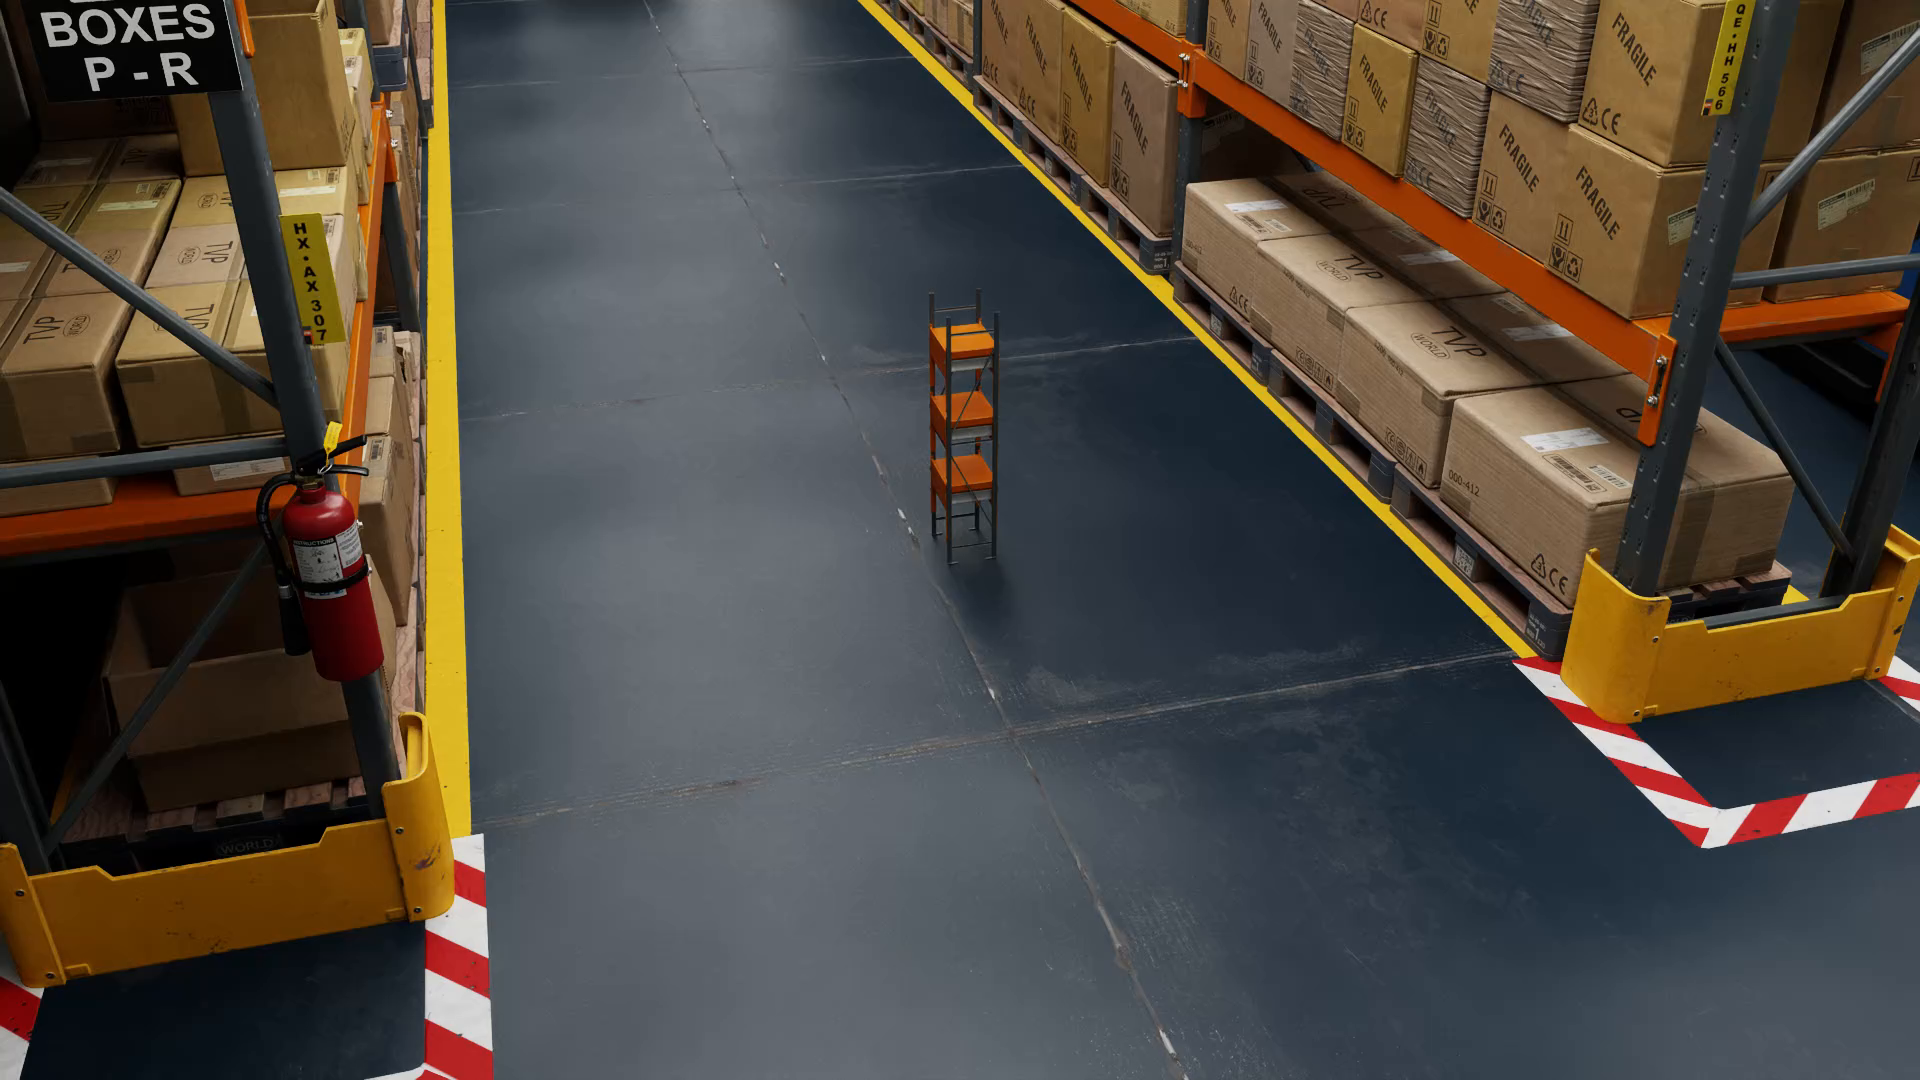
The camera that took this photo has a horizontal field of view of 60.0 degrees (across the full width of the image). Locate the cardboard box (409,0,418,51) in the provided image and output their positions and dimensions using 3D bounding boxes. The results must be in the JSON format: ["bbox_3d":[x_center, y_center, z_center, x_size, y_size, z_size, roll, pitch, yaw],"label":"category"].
[{"bbox_3d":[-4.703,-4.133,12.848,0.875,0.625,0.625,-9,31,-15],"label":"cardboard box"}]

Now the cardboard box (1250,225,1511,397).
[{"bbox_3d":[1.957,-1.089,7.776,0.875,0.438,0.875,-9,31,-15],"label":"cardboard box"}]

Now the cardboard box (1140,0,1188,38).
[{"bbox_3d":[1.294,-2.884,8.889,0.500,0.250,0.500,-9,31,-14],"label":"cardboard box"}]

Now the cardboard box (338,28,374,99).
[{"bbox_3d":[-2.759,-1.955,6.986,0.500,0.250,0.500,-7,31,-12],"label":"cardboard box"}]

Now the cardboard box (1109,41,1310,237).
[{"bbox_3d":[1.414,-2.317,9.461,0.875,0.875,0.875,-7,31,-12],"label":"cardboard box"}]

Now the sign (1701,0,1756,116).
[{"bbox_3d":[2.191,-1.373,4.735,0.100,0.325,0.005,-8,31,-13],"label":"sign"}]

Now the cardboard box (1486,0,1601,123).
[{"bbox_3d":[2.193,-1.760,5.699,0.500,0.500,0.500,-8,31,-13],"label":"cardboard box"}]

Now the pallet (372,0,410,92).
[{"bbox_3d":[-3.236,-2.422,8.131,1.003,0.211,1.213,-8,31,-13],"label":"pallet"}]

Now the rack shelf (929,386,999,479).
[{"bbox_3d":[0.014,-0.419,6.448,0.215,0.259,0.240,-8,31,-13],"label":"rack shelf"}]

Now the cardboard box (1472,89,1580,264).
[{"bbox_3d":[2.216,-1.320,5.936,0.500,0.500,0.500,-8,31,-14],"label":"cardboard box"}]

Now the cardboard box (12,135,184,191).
[{"bbox_3d":[-2.846,-1.165,5.621,0.500,0.250,0.500,-8,31,-13],"label":"cardboard box"}]

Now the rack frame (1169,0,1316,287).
[{"bbox_3d":[1.656,-2.766,8.535,1.000,3.000,0.127,-8,31,-13],"label":"rack frame"}]

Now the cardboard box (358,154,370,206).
[{"bbox_3d":[-2.480,-1.380,6.391,0.380,0.149,0.250,-8,31,-14],"label":"cardboard box"}]

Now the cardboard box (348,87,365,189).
[{"bbox_3d":[-2.492,-1.472,6.152,0.500,0.250,0.500,-8,31,-14],"label":"cardboard box"}]

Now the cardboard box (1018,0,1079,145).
[{"bbox_3d":[0.930,-3.184,10.959,0.875,0.875,0.875,-7,31,-13],"label":"cardboard box"}]

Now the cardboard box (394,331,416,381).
[{"bbox_3d":[-2.698,-0.822,7.603,0.380,0.149,0.250,-9,31,-15],"label":"cardboard box"}]

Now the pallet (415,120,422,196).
[{"bbox_3d":[-4.029,-2.464,10.796,1.003,0.211,1.213,-8,31,-13],"label":"pallet"}]

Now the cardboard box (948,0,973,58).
[{"bbox_3d":[0.454,-4.017,12.899,0.950,0.372,0.625,-10,32,-17],"label":"cardboard box"}]

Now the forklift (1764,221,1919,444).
[{"bbox_3d":[4.594,-2.189,7.606,1.130,2.935,3.031,-5,30,-9],"label":"forklift"}]

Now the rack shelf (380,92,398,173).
[{"bbox_3d":[-3.660,-2.759,9.241,1.077,0.370,4.000,-8,31,-13],"label":"rack shelf"}]

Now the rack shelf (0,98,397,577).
[{"bbox_3d":[-2.598,-0.827,5.903,1.077,0.370,4.000,-8,31,-13],"label":"rack shelf"}]

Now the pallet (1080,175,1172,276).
[{"bbox_3d":[1.378,-1.922,9.860,1.003,0.211,1.213,-8,31,-13],"label":"pallet"}]

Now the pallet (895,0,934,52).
[{"bbox_3d":[0.068,-4.457,14.240,1.003,0.211,1.213,-8,31,-13],"label":"pallet"}]

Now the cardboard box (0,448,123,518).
[{"bbox_3d":[-2.414,-0.188,4.332,0.380,0.149,0.250,-8,31,-14],"label":"cardboard box"}]

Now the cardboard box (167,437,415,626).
[{"bbox_3d":[-2.328,0.002,5.829,0.700,0.500,0.500,-7,31,-11],"label":"cardboard box"}]

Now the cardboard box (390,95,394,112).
[{"bbox_3d":[-3.490,-2.568,9.621,0.380,0.149,0.250,-9,31,-16],"label":"cardboard box"}]

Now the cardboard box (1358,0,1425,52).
[{"bbox_3d":[1.933,-2.242,6.532,0.500,0.500,0.500,-8,31,-14],"label":"cardboard box"}]

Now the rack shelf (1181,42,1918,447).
[{"bbox_3d":[2.187,-1.489,7.046,1.077,0.370,4.000,-8,31,-13],"label":"rack shelf"}]

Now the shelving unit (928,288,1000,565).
[{"bbox_3d":[0.014,-0.429,6.442,0.215,1.050,0.252,-8,31,-13],"label":"shelving unit"}]

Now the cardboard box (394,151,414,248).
[{"bbox_3d":[-3.191,-1.724,8.810,0.500,0.500,0.500,-8,31,-14],"label":"cardboard box"}]

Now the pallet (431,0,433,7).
[{"bbox_3d":[-5.423,-5.151,15.439,1.003,0.211,1.213,-8,31,-13],"label":"pallet"}]

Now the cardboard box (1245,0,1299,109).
[{"bbox_3d":[1.658,-2.304,7.637,0.500,0.500,0.500,-8,31,-13],"label":"cardboard box"}]

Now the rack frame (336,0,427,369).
[{"bbox_3d":[-3.129,-2.104,7.391,1.000,3.000,0.127,-8,31,-13],"label":"rack frame"}]

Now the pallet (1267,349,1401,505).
[{"bbox_3d":[2.110,-0.591,7.561,1.003,0.211,1.213,-8,31,-13],"label":"pallet"}]

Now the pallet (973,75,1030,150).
[{"bbox_3d":[0.731,-3.100,11.896,1.003,0.211,1.213,-8,31,-13],"label":"pallet"}]

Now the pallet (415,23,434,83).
[{"bbox_3d":[-4.692,-3.820,13.140,1.003,0.211,1.213,-8,31,-13],"label":"pallet"}]

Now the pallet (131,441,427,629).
[{"bbox_3d":[-2.620,0.025,6.497,1.003,0.211,1.213,-8,31,-13],"label":"pallet"}]

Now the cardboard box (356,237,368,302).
[{"bbox_3d":[-2.184,-0.888,5.540,0.380,0.149,0.250,-9,31,-15],"label":"cardboard box"}]

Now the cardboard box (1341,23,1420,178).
[{"bbox_3d":[1.920,-1.815,6.791,0.500,0.500,0.500,-7,31,-12],"label":"cardboard box"}]

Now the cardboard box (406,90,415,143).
[{"bbox_3d":[-3.748,-2.718,10.527,0.500,0.500,0.500,-8,31,-14],"label":"cardboard box"}]

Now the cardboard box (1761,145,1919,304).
[{"bbox_3d":[2.867,-1.148,5.639,0.500,0.500,0.500,-8,31,-14],"label":"cardboard box"}]

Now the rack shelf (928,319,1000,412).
[{"bbox_3d":[0.014,-0.665,6.305,0.215,0.259,0.240,-8,31,-13],"label":"rack shelf"}]

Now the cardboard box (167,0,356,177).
[{"bbox_3d":[-2.326,-1.540,5.521,0.500,0.500,0.500,-7,31,-12],"label":"cardboard box"}]

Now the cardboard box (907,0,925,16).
[{"bbox_3d":[0.054,-4.739,14.147,0.950,0.372,0.625,-7,31,-12],"label":"cardboard box"}]

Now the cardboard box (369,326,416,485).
[{"bbox_3d":[-2.603,-0.500,6.695,0.700,0.500,0.500,-9,31,-15],"label":"cardboard box"}]

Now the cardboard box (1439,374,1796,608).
[{"bbox_3d":[2.446,-0.213,6.261,0.875,0.438,0.875,-9,31,-15],"label":"cardboard box"}]

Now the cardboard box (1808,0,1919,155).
[{"bbox_3d":[2.865,-1.580,5.388,0.500,0.500,0.500,-9,31,-14],"label":"cardboard box"}]

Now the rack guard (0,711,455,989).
[{"bbox_3d":[-2.087,0.873,4.743,1.175,0.500,0.348,-8,31,-13],"label":"rack guard"}]

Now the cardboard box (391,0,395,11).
[{"bbox_3d":[-3.179,-2.843,8.148,0.700,0.500,0.500,-8,31,-13],"label":"cardboard box"}]

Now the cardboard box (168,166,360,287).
[{"bbox_3d":[-2.200,-0.979,5.300,0.500,0.250,0.500,-8,31,-14],"label":"cardboard box"}]

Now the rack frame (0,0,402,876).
[{"bbox_3d":[-2.067,-0.173,4.054,1.000,3.000,0.127,-8,31,-13],"label":"rack frame"}]

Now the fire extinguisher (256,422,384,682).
[{"bbox_3d":[-1.583,0.032,4.150,0.296,0.674,0.183,-8,31,-13],"label":"fire extinguisher"}]

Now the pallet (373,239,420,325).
[{"bbox_3d":[-3.381,-1.285,8.760,1.003,0.211,1.213,-8,31,-13],"label":"pallet"}]

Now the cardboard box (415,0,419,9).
[{"bbox_3d":[-5.103,-4.872,14.124,0.875,0.625,0.625,-6,31,-11],"label":"cardboard box"}]

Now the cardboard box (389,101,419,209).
[{"bbox_3d":[-3.451,-2.217,9.662,0.500,0.500,0.500,-9,31,-15],"label":"cardboard box"}]

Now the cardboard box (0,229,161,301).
[{"bbox_3d":[-2.581,-0.672,4.770,0.500,0.250,0.500,-8,31,-13],"label":"cardboard box"}]

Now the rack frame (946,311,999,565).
[{"bbox_3d":[0.047,-0.370,6.341,0.200,1.050,0.008,-8,31,-13],"label":"rack frame"}]

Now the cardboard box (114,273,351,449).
[{"bbox_3d":[-1.928,-0.491,4.457,0.500,0.250,0.500,-8,31,-13],"label":"cardboard box"}]
